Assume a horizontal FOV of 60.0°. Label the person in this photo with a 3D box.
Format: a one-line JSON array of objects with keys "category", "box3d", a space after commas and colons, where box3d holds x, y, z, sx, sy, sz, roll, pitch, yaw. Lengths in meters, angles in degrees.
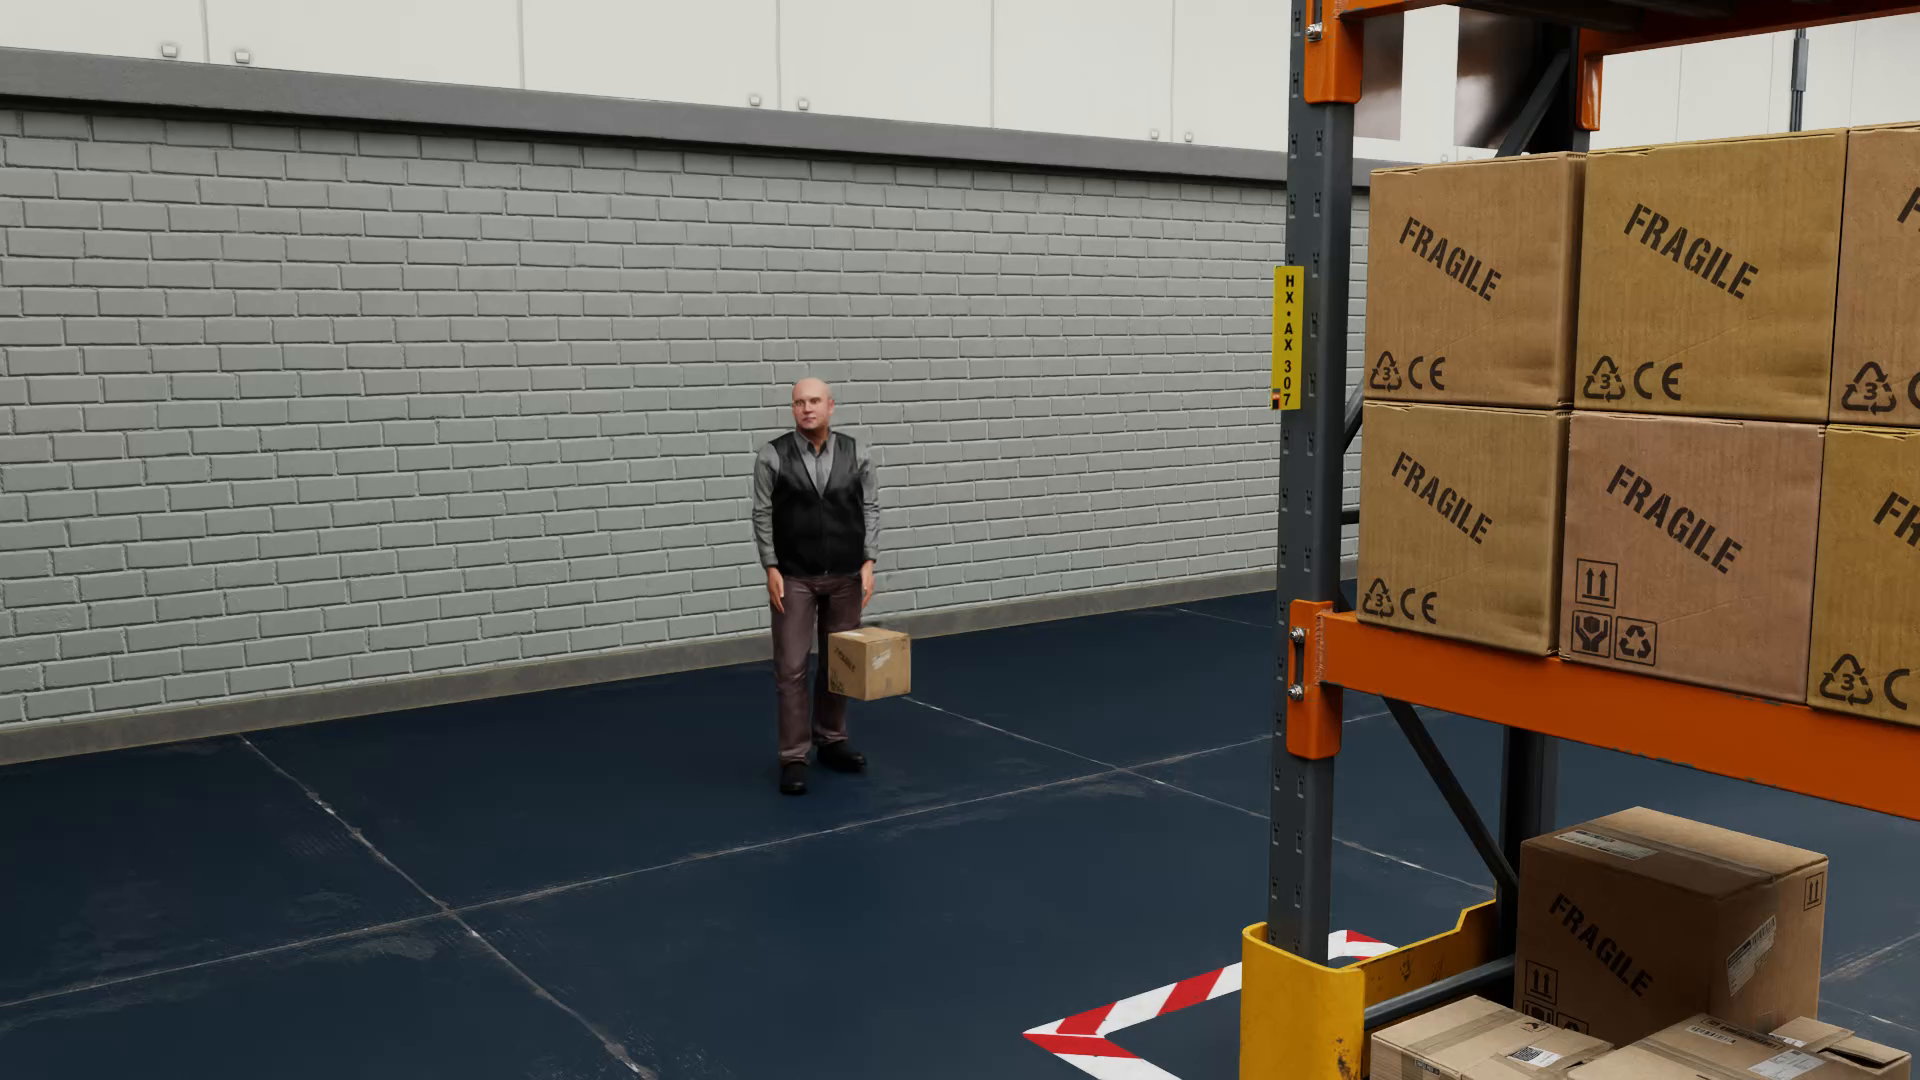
[{"category": "person", "box3d": [-0.599, 0.172, 7.110, 0.549, 1.725, 0.564, -2, 8, -18]}]
